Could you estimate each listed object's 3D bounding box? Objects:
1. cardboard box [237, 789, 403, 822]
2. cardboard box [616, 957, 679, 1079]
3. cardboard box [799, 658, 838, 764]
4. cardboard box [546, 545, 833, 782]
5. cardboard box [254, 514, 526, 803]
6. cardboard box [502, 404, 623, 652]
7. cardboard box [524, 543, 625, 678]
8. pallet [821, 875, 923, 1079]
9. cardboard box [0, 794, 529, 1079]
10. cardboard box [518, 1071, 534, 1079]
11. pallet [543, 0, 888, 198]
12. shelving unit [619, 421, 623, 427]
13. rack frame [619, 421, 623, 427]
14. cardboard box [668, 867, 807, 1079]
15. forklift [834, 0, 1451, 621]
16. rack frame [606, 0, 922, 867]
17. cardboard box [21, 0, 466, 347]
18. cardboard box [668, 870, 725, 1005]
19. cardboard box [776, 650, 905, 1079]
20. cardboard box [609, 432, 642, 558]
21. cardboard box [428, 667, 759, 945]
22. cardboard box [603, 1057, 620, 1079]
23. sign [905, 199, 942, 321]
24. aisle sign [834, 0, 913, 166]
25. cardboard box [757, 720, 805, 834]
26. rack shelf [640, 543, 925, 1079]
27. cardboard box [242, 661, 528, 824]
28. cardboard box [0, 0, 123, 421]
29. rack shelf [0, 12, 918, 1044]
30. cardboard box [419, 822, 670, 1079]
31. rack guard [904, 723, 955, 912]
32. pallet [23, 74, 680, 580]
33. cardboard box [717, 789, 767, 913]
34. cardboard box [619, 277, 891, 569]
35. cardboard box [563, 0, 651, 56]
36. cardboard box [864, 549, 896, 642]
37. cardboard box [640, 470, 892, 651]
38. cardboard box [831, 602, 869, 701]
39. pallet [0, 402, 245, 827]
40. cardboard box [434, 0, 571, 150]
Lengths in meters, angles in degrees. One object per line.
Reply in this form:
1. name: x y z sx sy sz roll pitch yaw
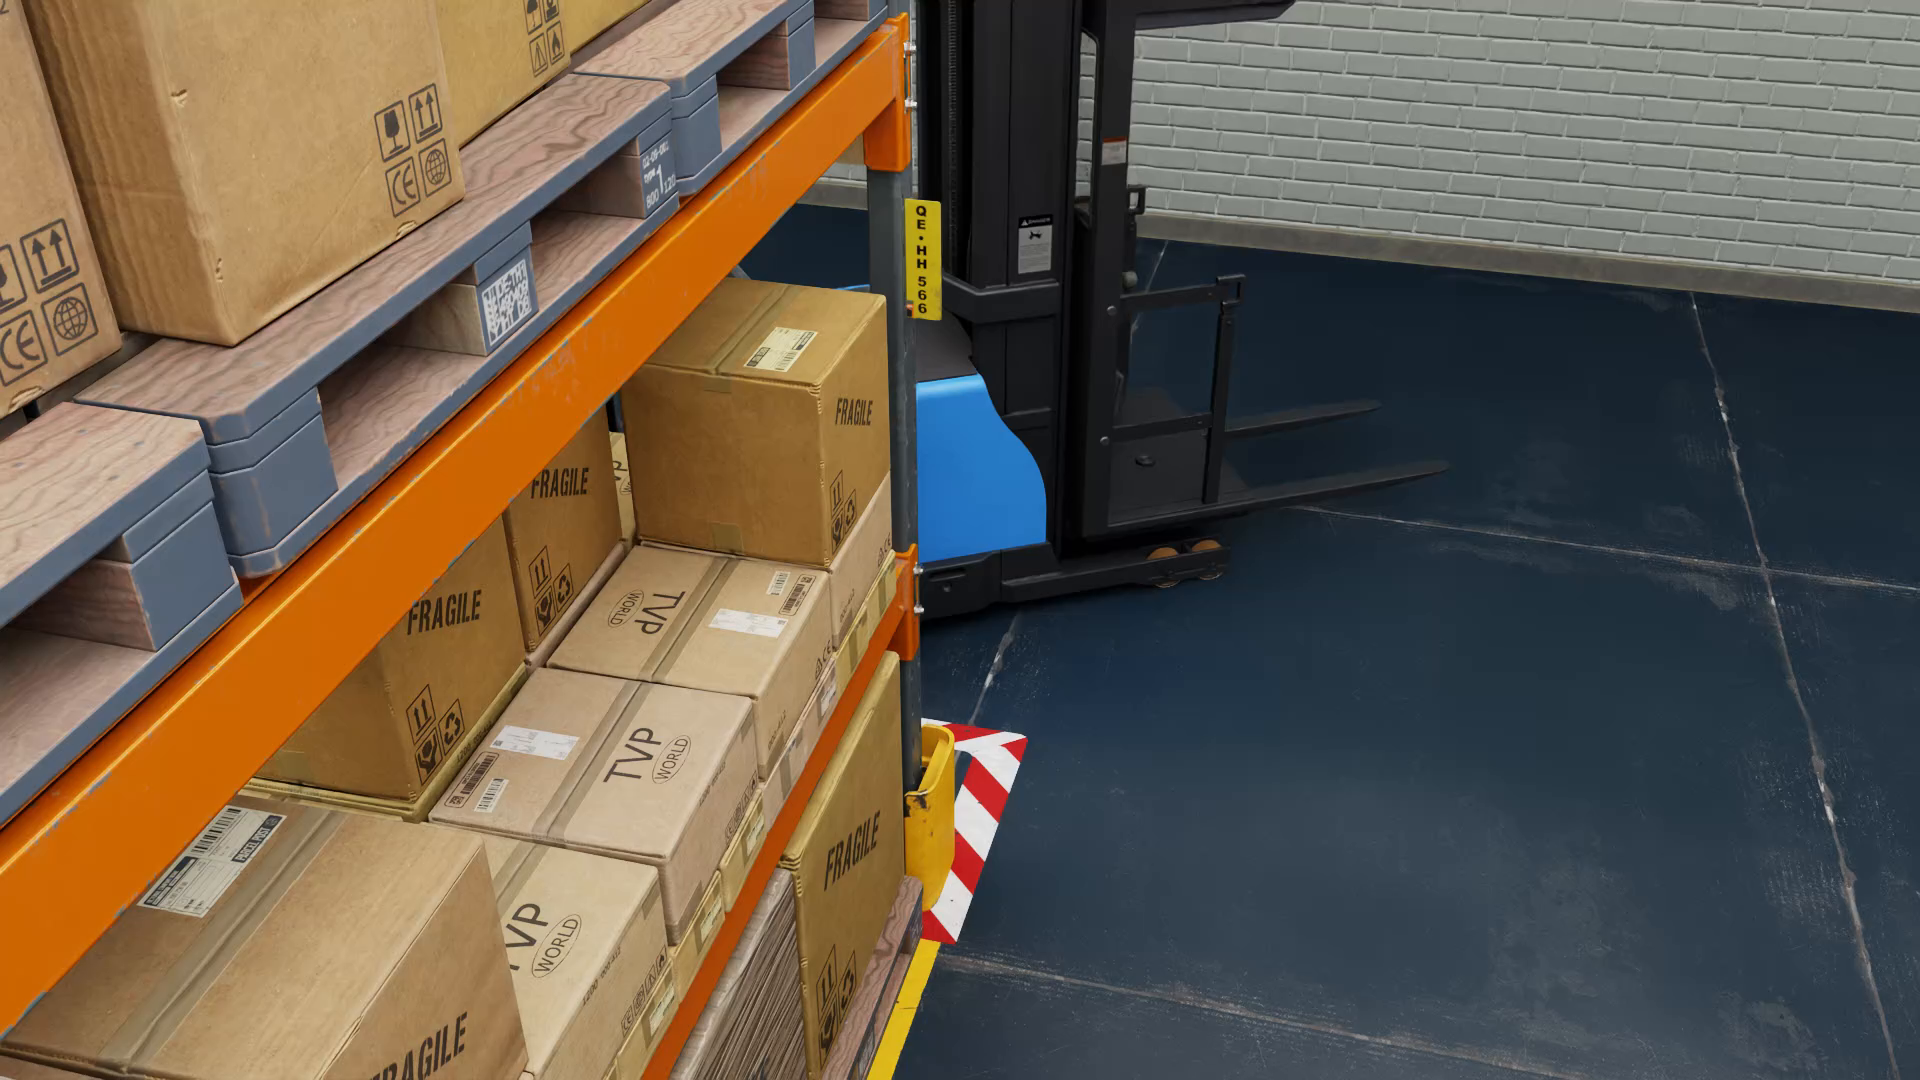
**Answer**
1. cardboard box: -1.385 0.740 3.153 0.500 0.250 0.500 7 33 11
2. cardboard box: -0.779 0.916 3.247 0.380 0.149 0.250 9 33 13
3. cardboard box: -0.520 0.389 4.077 0.380 0.149 0.250 8 33 12
4. cardboard box: -0.614 0.276 3.883 0.500 0.250 0.500 7 33 12
5. cardboard box: -1.254 0.150 3.382 0.500 0.500 0.500 7 33 11
6. cardboard box: -1.128 -0.120 3.806 0.500 0.500 0.500 7 33 11
7. cardboard box: -1.127 0.208 3.989 0.500 0.250 0.500 8 33 12
8. pallet: -0.746 1.390 4.867 1.003 0.211 1.213 8 33 12
9. cardboard box: -1.005 0.745 2.445 0.500 0.500 0.500 7 33 11
10. cardboard box: -1.004 1.066 2.640 0.500 0.250 0.500 9 33 14
11. pallet: -0.797 -1.055 3.400 1.003 0.211 1.213 8 33 12
12. shelving unit: -1.023 -0.242 6.201 0.587 1.500 1.083 -21 38 -23
13. rack frame: -1.275 -0.473 6.565 0.500 1.500 0.032 -21 38 -23
14. cardboard box: -0.935 1.322 3.964 0.875 0.875 0.875 8 33 12
15. forklift: 0.624 -1.299 6.561 3.031 2.935 1.130 -9 34 -14
16. rack frame: -0.619 -0.213 4.789 1.000 3.000 0.127 8 33 12
17. cardboard box: -1.082 -0.609 2.039 0.700 0.500 0.500 9 34 14
18. cardboard box: -0.714 0.788 3.449 0.380 0.149 0.250 8 33 13
19. cardboard box: -0.704 0.850 4.707 0.875 0.875 0.875 8 33 12
20. cardboard box: -1.002 -0.063 4.415 0.500 0.250 0.500 7 33 11
21. cardboard box: -0.743 0.540 3.467 0.500 0.250 0.500 7 33 11
22. cardboard box: -0.843 1.052 3.034 0.380 0.149 0.250 7 33 11
23. sign: -0.097 -0.720 4.287 0.100 0.325 0.005 8 33 12
24. aisle sign: -0.310 -1.306 4.086 0.394 0.787 0.004 8 33 12
25. cardboard box: -0.584 0.518 3.873 0.380 0.149 0.250 9 33 13
26. rack shelf: -1.126 1.129 3.349 1.077 0.370 4.000 8 33 12
27. cardboard box: -1.258 0.468 3.580 0.500 0.250 0.500 7 33 11
28. cardboard box: -1.352 -0.357 1.642 0.700 0.500 0.500 10 34 15
29. rack shelf: -1.126 -0.137 2.544 1.077 0.370 4.000 8 33 12
30. cardboard box: -0.871 0.811 3.041 0.500 0.250 0.500 8 33 12
31. rack guard: -0.613 0.830 5.479 1.175 0.500 0.348 8 33 12
32. pallet: -1.104 -0.420 2.401 1.003 0.211 1.213 8 33 12
33. cardboard box: -0.648 0.653 3.661 0.380 0.149 0.250 7 33 11
34. cardboard box: -0.488 -0.303 4.094 0.500 0.500 0.500 8 33 13
35. cardboard box: -0.958 -1.188 2.948 0.700 0.500 0.500 7 33 11
36. cardboard box: -0.390 0.123 4.495 0.380 0.149 0.250 9 33 13
37. cardboard box: -0.485 0.013 4.297 0.500 0.250 0.500 7 33 12
38. cardboard box: -0.455 0.258 4.282 0.380 0.149 0.250 8 33 13
39. pallet: -1.416 0.211 1.408 1.003 0.211 1.213 8 33 12
40. cardboard box: -1.042 -0.913 2.516 0.700 0.500 0.500 6 33 9
